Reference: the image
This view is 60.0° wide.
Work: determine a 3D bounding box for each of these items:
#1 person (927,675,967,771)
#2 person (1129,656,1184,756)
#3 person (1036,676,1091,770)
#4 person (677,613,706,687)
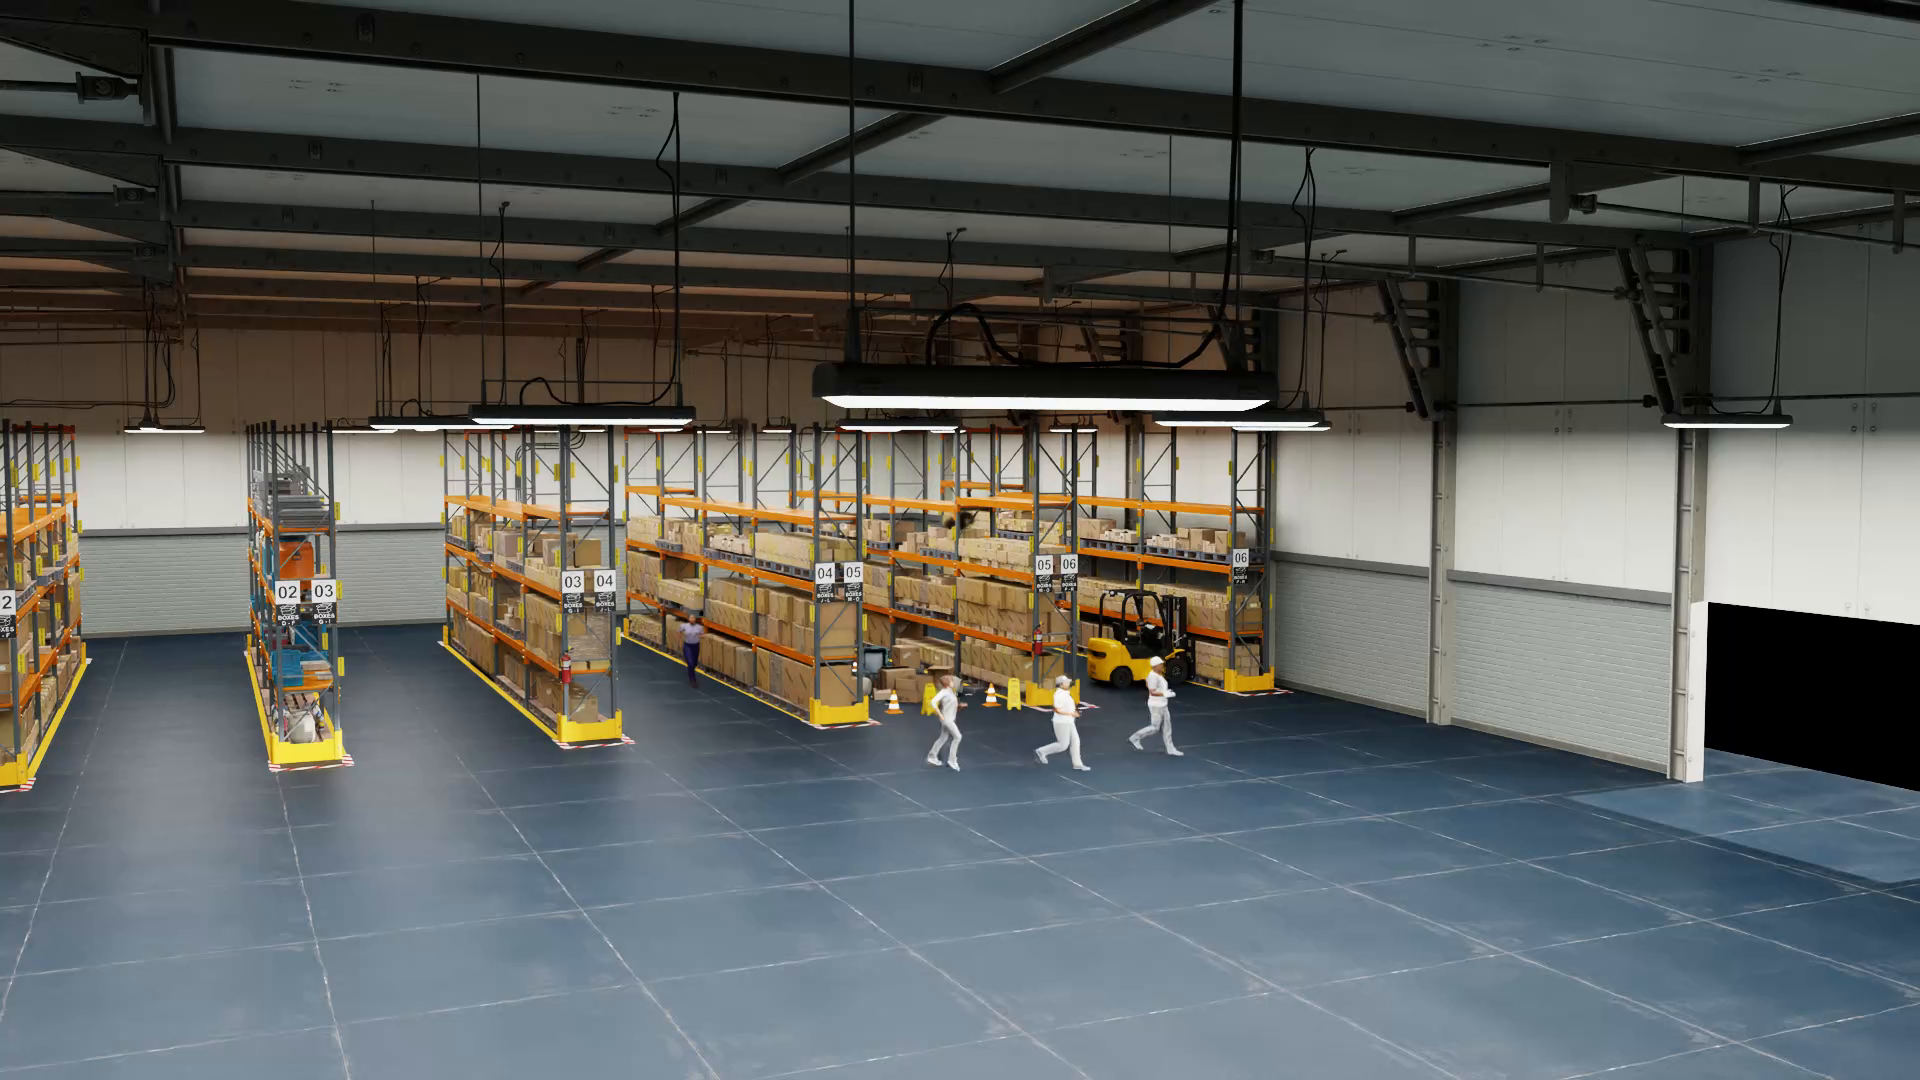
[{"bbox_3d":[-0.224,3.136,28.565,0.711,1.644,0.505,0,4,8],"label":"person"},{"bbox_3d":[3.515,2.961,29.655,0.980,1.774,0.682,1,4,17],"label":"person"},{"bbox_3d":[1.772,3.126,28.414,0.932,1.633,0.621,1,4,14],"label":"person"},{"bbox_3d":[-6.149,2.502,38.135,0.599,1.634,0.919,-2,4,-28],"label":"person"}]
